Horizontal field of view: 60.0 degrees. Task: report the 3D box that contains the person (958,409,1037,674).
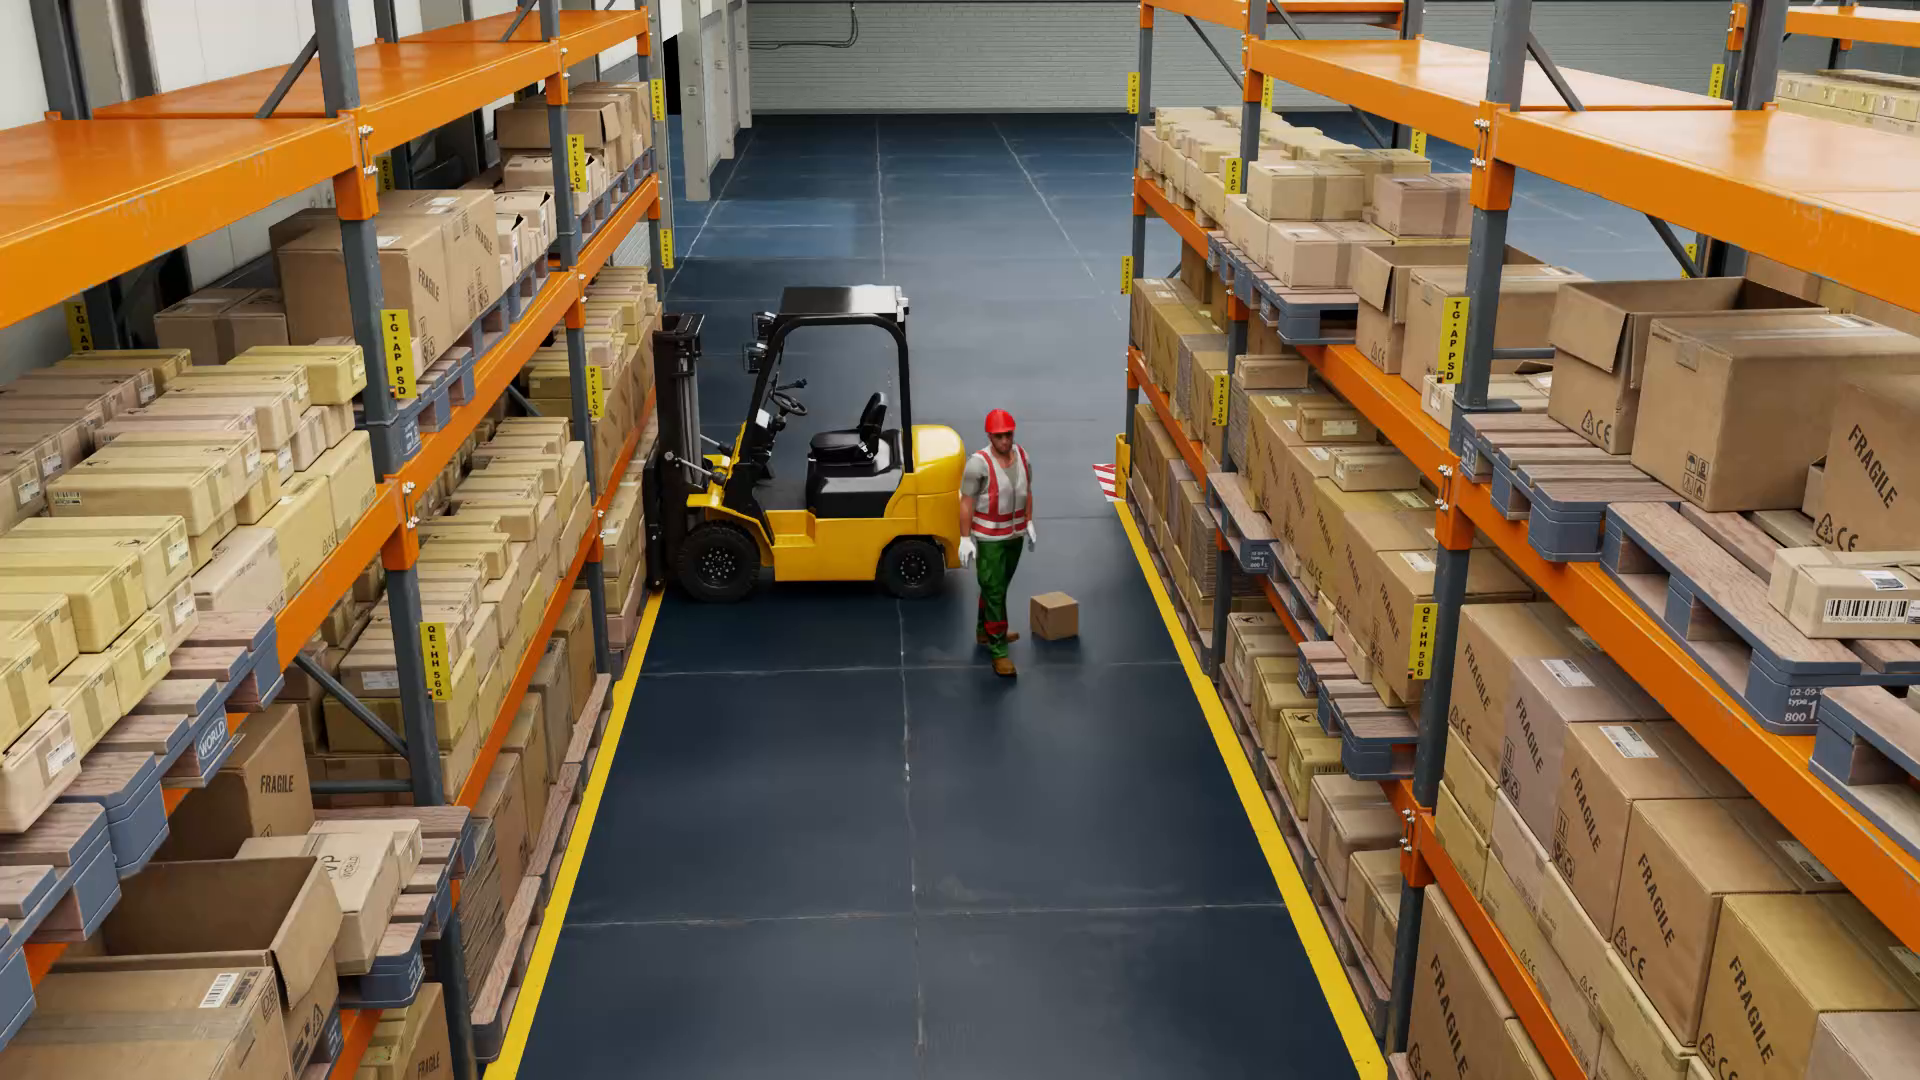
[{"bbox_3d":[0.263,-0.017,11.096,0.608,1.790,0.624,-16,26,-37],"label":"person"}]
